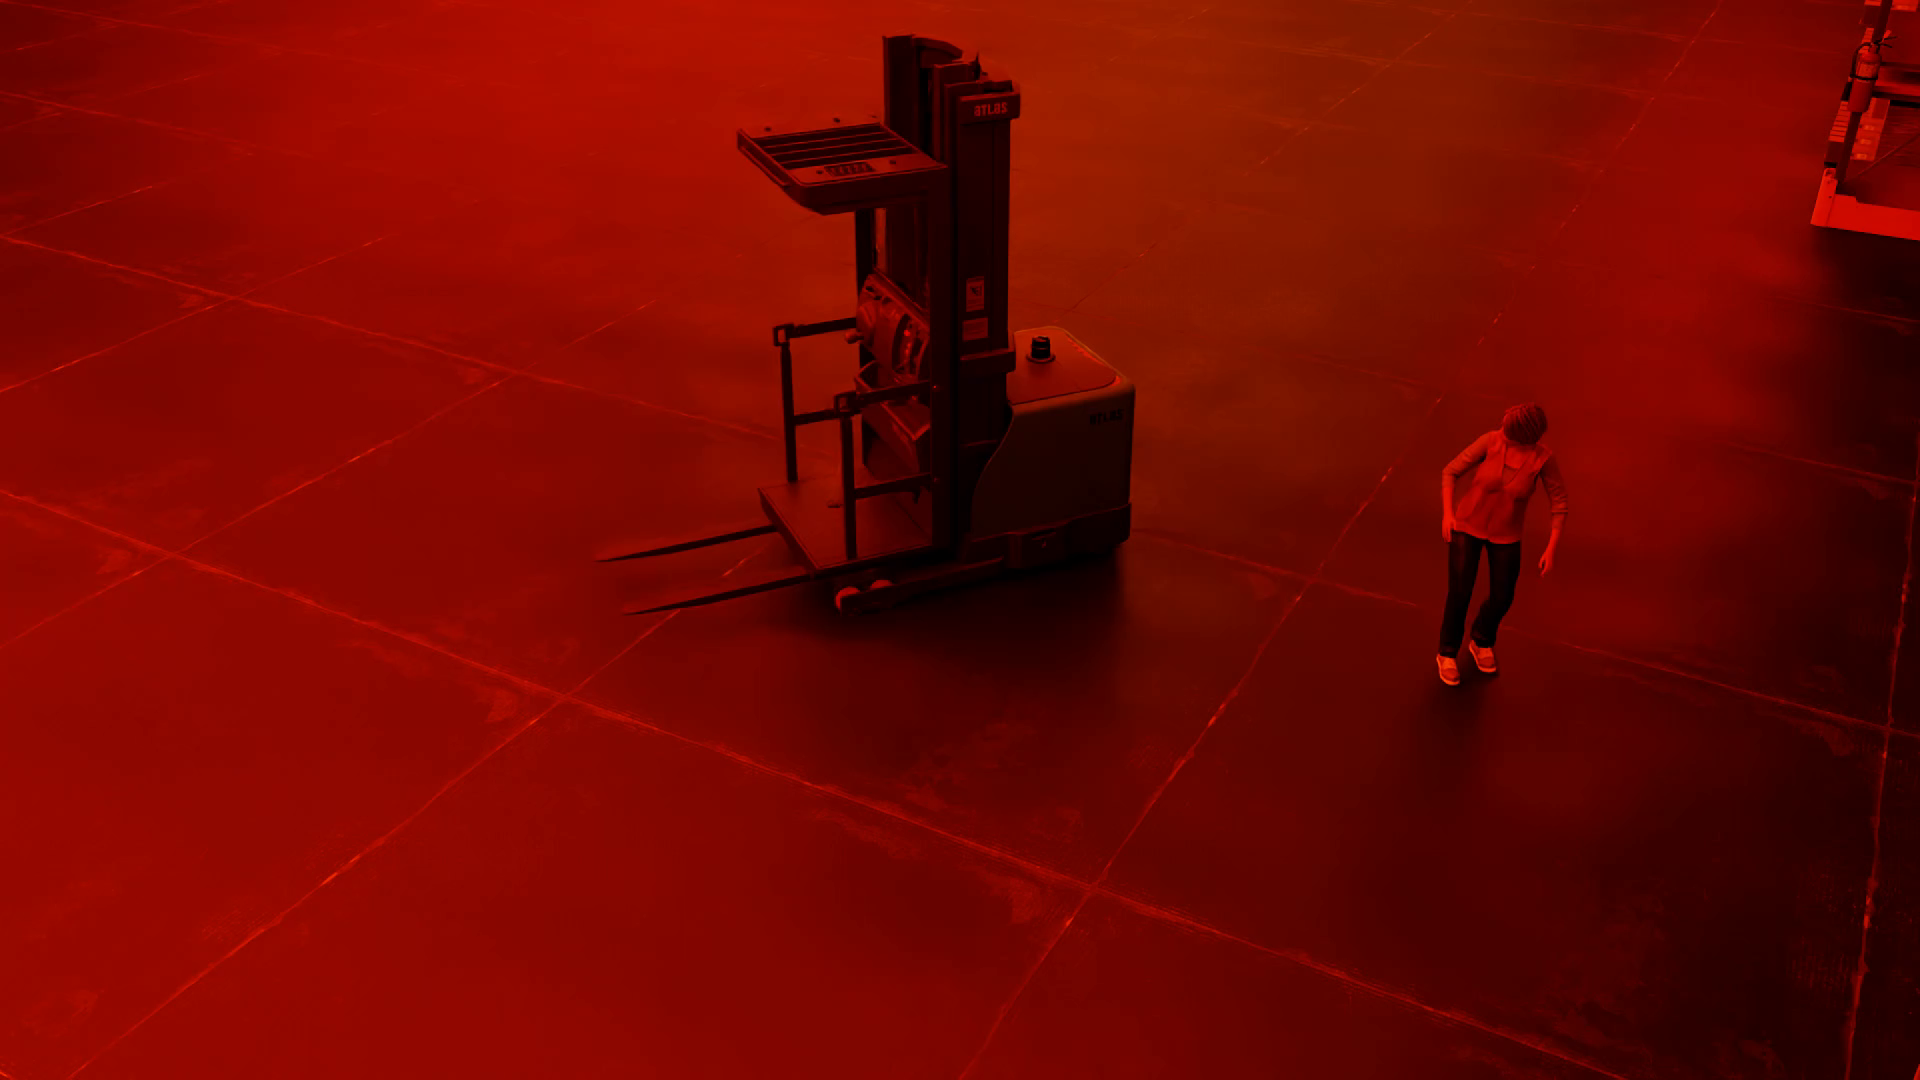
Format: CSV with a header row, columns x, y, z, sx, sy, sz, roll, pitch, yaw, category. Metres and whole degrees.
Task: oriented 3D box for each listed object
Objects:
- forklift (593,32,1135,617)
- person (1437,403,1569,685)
x,y,z,sx,sy,sz,roll,pitch,yaw,category
-0.556,-1.141,9.048,3.031,2.935,1.130,-13,32,-21,forklift
2.730,0.007,8.446,0.625,1.562,0.447,7,31,12,person
